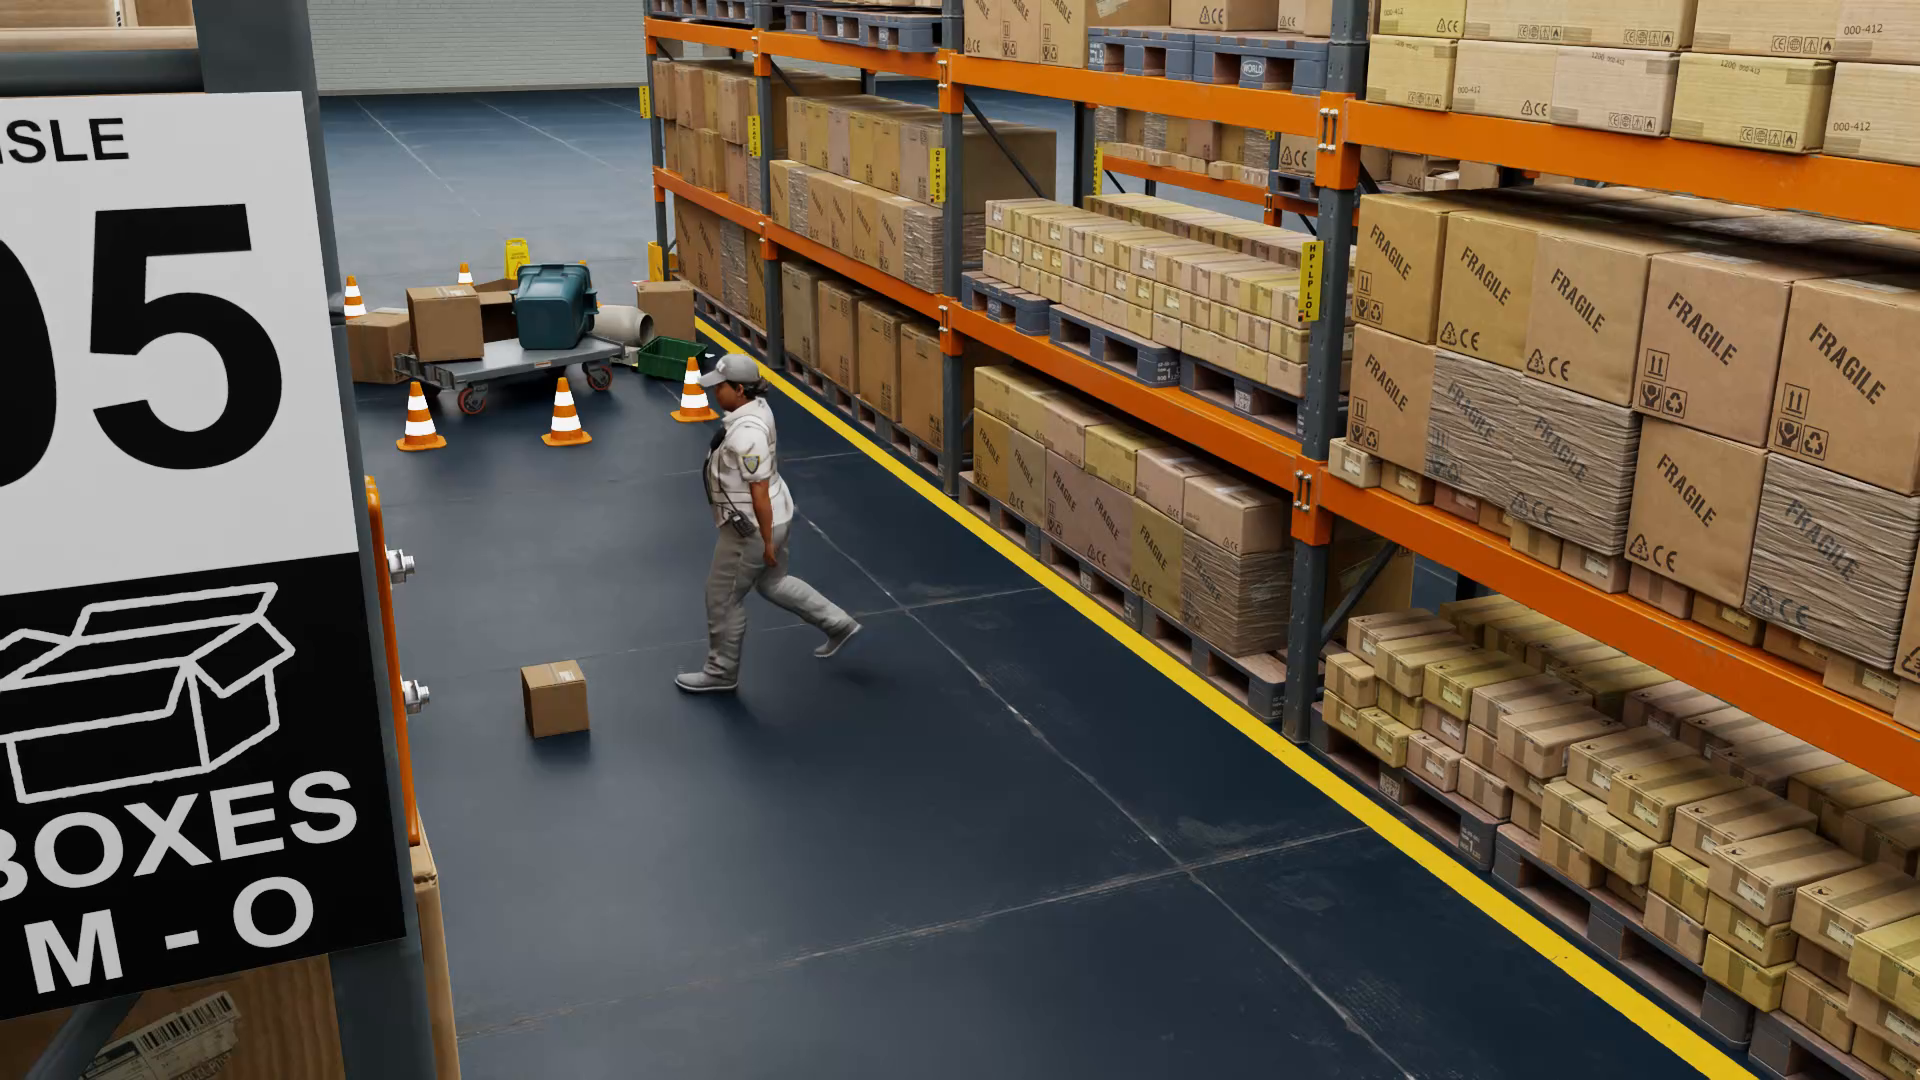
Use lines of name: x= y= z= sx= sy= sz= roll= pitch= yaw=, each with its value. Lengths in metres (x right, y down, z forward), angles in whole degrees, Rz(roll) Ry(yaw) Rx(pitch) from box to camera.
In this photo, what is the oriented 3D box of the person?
person: x=-0.922 y=-0.080 z=7.792 sx=0.900 sy=1.636 sz=0.490 roll=0 pitch=19 yaw=-1
